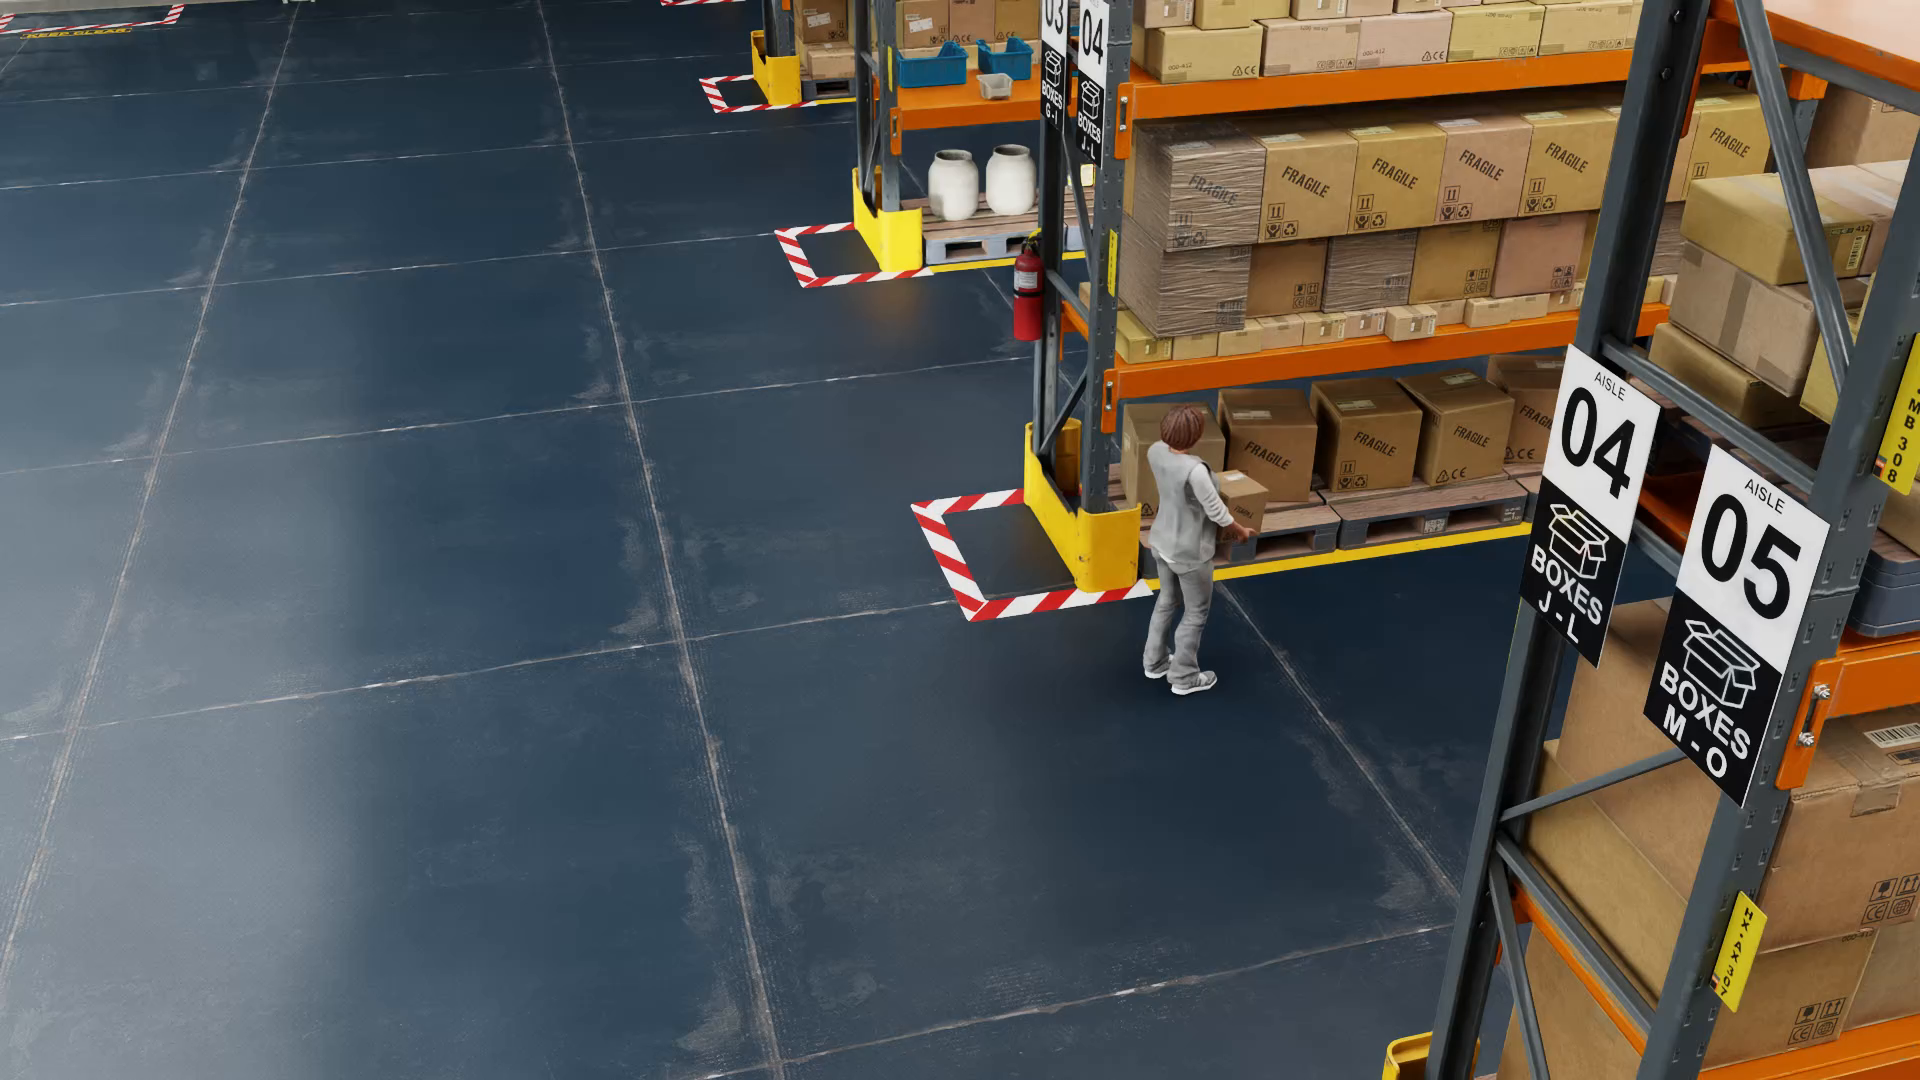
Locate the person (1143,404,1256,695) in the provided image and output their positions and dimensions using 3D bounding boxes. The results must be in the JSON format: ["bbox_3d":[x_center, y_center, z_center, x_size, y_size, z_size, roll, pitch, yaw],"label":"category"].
[{"bbox_3d":[1.169,0.026,8.201,0.495,1.591,0.404,-17,34,-26],"label":"person"}]
